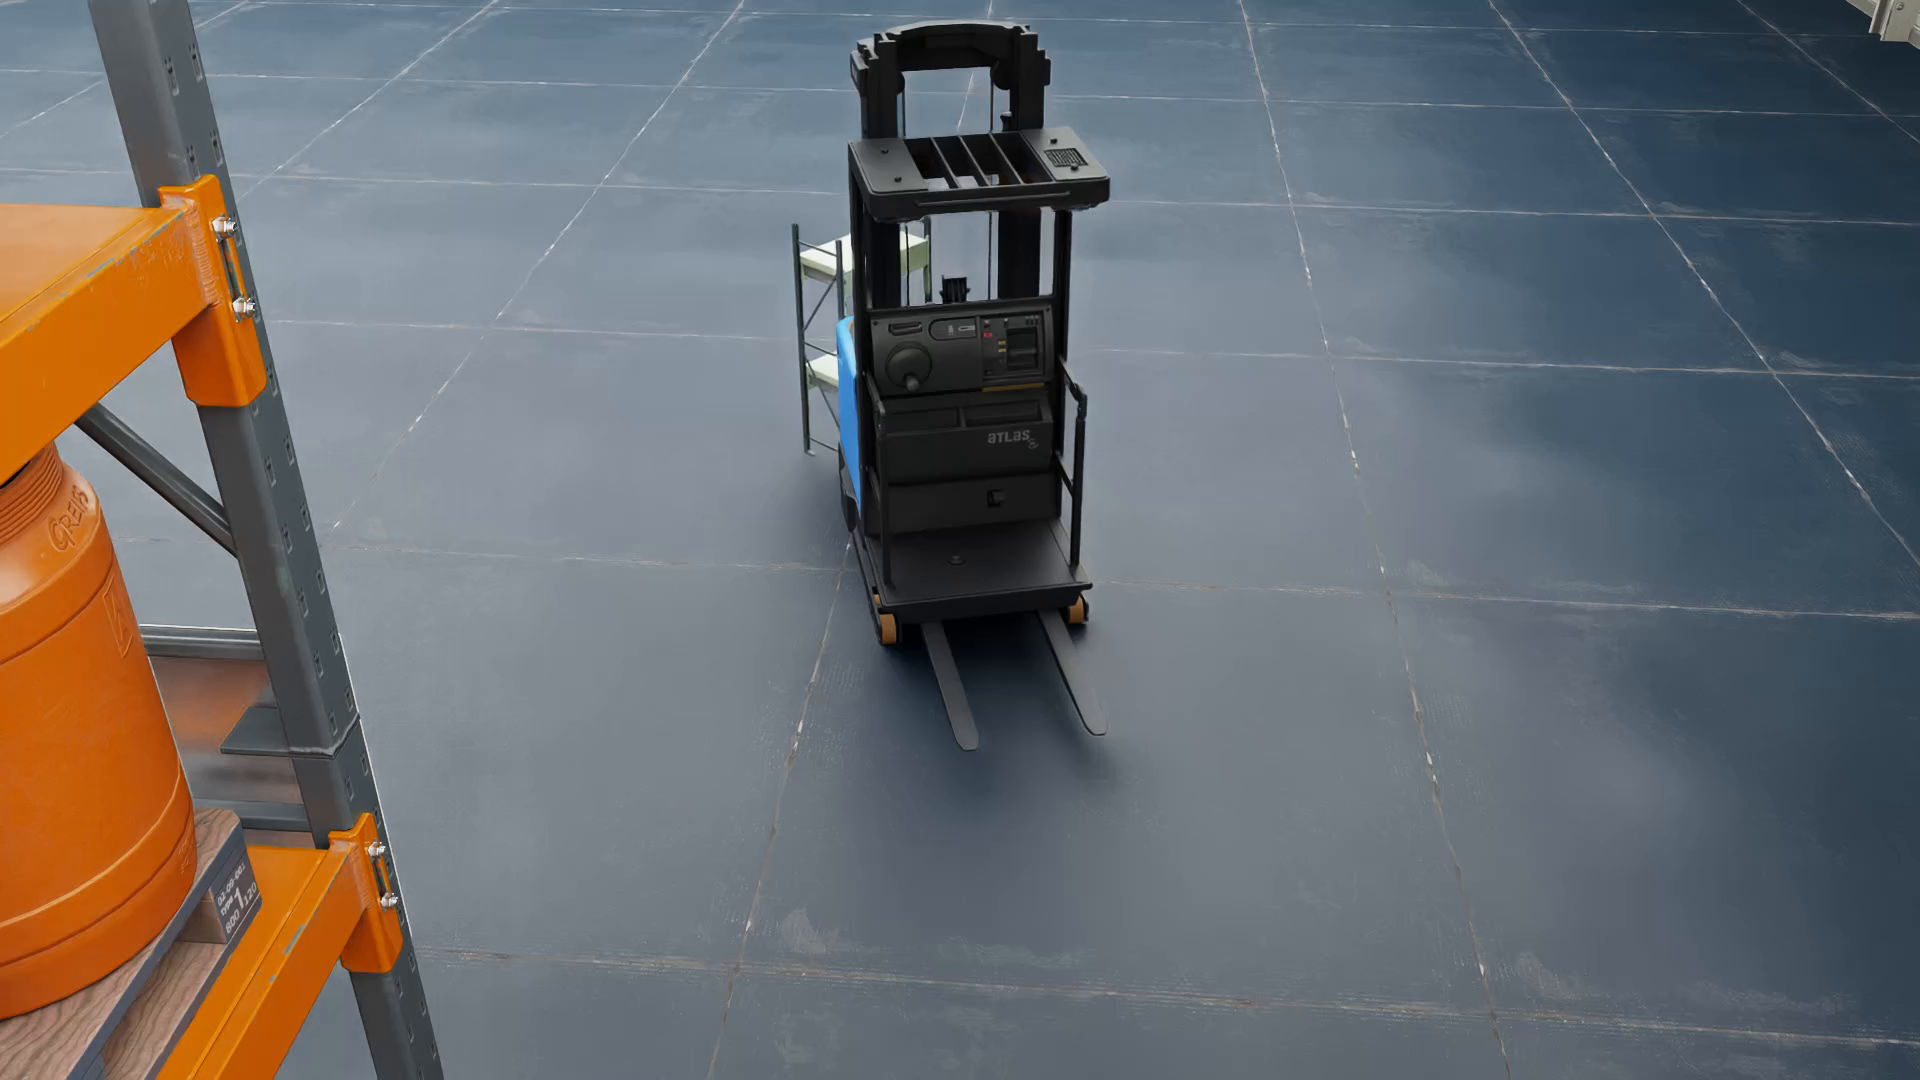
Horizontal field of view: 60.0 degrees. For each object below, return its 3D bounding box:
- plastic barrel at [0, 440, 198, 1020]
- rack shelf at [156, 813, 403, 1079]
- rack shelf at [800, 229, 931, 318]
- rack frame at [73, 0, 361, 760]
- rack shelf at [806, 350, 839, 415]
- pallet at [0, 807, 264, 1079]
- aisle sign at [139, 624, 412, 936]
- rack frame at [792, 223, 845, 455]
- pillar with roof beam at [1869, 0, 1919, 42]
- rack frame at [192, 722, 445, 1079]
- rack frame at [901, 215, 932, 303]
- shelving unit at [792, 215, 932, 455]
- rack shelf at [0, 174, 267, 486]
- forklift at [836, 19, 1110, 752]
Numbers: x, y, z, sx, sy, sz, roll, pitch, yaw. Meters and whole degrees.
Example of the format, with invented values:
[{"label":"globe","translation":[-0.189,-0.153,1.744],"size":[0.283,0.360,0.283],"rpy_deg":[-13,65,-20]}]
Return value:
[{"label":"plastic barrel","translation":[-1.587,0.258,2.583],"size":[0.600,0.830,0.708],"rpy_deg":[2,32,4]},{"label":"rack shelf","translation":[-1.837,1.713,1.719],"size":[1.077,0.370,4.000],"rpy_deg":[2,32,4]},{"label":"rack shelf","translation":[-0.576,-1.606,9.962],"size":[0.431,0.370,0.720],"rpy_deg":[26,40,35]},{"label":"rack frame","translation":[-1.674,-0.917,2.440],"size":[1.000,3.000,0.127],"rpy_deg":[2,32,4]},{"label":"rack shelf","translation":[-0.576,-0.996,10.338],"size":[0.431,0.370,0.720],"rpy_deg":[26,40,35]},{"label":"pallet","translation":[-1.839,0.869,2.582],"size":[1.003,0.211,1.213],"rpy_deg":[2,32,4]},{"label":"aisle sign","translation":[-1.372,0.506,3.373],"size":[0.394,0.787,0.004],"rpy_deg":[2,32,4]},{"label":"rack frame","translation":[-0.824,-1.132,9.938],"size":[0.400,1.500,0.023],"rpy_deg":[26,40,35]},{"label":"pillar with roof beam","translation":[6.180,-9.686,16.671],"size":[9.100,9.000,0.400],"rpy_deg":[2,32,4]},{"label":"rack frame","translation":[-1.674,1.637,4.014],"size":[1.000,3.000,0.127],"rpy_deg":[2,32,4]},{"label":"rack frame","translation":[-0.328,-1.415,10.396],"size":[0.400,1.500,0.023],"rpy_deg":[26,40,35]},{"label":"shelving unit","translation":[-0.576,-1.273,10.167],"size":[0.431,1.500,0.755],"rpy_deg":[26,40,35]},{"label":"rack shelf","translation":[-1.837,0.606,1.037],"size":[1.077,0.370,4.000],"rpy_deg":[2,32,4]},{"label":"forklift","translation":[0.059,-0.913,8.218],"size":[1.130,2.935,3.031],"rpy_deg":[-6,32,-9]}]
